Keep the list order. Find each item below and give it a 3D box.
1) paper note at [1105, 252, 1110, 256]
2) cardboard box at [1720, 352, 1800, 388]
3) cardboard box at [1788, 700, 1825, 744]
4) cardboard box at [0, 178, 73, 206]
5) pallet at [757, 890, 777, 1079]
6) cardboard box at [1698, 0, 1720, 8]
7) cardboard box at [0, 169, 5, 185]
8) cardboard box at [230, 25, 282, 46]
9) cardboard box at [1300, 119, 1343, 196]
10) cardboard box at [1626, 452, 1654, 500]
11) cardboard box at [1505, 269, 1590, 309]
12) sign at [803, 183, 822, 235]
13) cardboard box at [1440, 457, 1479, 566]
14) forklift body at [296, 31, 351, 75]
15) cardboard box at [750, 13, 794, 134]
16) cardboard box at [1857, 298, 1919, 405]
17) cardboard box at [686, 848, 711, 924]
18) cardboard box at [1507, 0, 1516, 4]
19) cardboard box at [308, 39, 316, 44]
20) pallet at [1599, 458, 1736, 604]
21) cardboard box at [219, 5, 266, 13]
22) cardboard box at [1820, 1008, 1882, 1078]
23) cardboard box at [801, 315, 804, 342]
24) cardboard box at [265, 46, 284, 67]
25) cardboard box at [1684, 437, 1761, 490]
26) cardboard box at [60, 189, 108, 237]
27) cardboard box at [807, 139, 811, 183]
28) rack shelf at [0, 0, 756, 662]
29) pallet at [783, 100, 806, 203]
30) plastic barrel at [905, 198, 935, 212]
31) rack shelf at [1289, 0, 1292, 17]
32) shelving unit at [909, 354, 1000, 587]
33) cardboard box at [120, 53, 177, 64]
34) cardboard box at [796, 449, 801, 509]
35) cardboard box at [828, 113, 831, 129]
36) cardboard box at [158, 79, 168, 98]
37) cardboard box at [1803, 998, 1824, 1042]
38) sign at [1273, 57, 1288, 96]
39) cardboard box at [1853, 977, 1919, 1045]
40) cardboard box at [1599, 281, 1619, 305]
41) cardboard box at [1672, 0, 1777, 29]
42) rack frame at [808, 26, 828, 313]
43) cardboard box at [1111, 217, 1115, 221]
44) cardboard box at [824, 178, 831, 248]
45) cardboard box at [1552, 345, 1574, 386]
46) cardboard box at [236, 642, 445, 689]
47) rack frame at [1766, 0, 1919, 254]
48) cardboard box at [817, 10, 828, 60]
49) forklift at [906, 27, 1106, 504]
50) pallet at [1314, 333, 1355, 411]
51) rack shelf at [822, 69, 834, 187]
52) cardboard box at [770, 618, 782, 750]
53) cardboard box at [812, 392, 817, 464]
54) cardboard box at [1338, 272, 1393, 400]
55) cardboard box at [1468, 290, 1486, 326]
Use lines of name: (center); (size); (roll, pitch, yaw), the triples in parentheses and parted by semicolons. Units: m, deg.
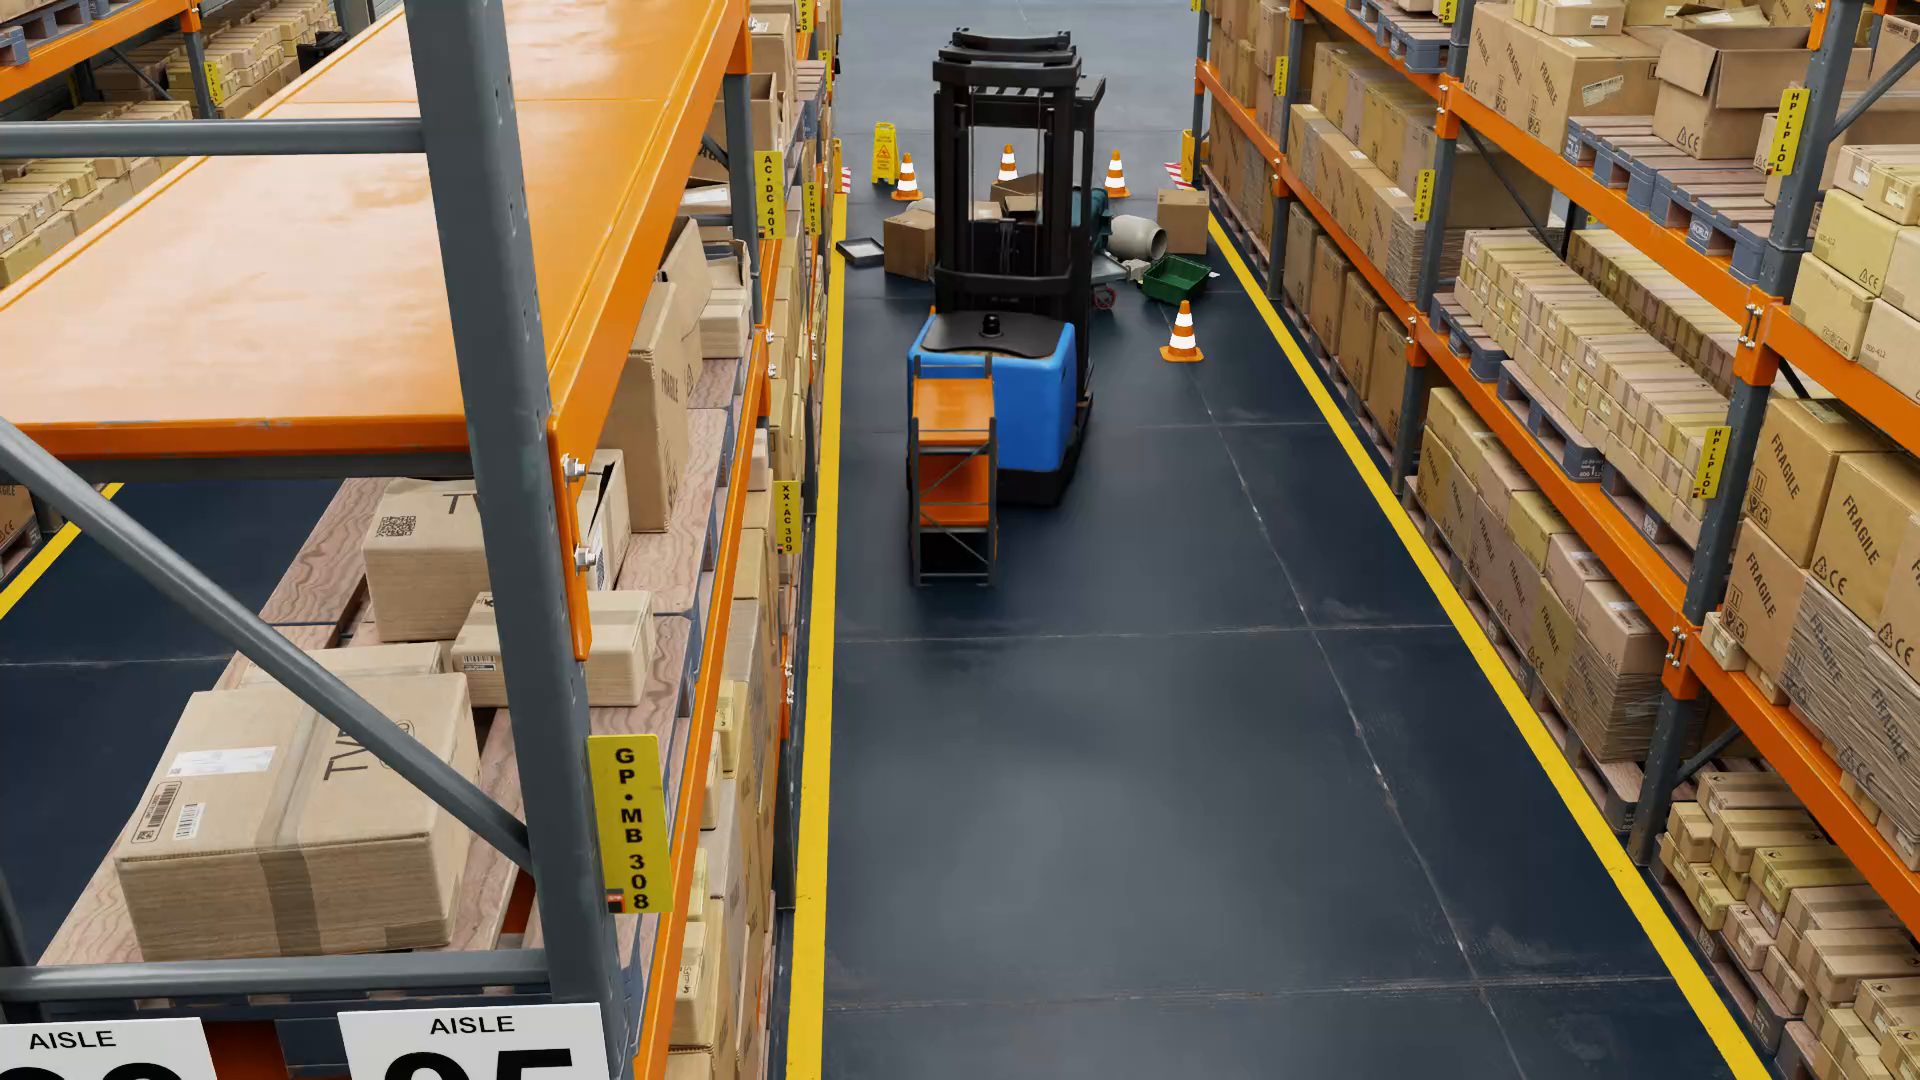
paper note: (1.371, -2.781, 16.120); (0.172, 0.023, 0.155); (8, 29, 15)
cardboard box: (4.069, -0.836, 8.345); (0.380, 0.149, 0.250); (-2, 28, -3)
cardboard box: (3.529, 0.666, 6.563); (0.380, 0.149, 0.250); (-3, 28, -5)
cardboard box: (-6.263, -2.346, 11.257); (0.380, 0.149, 0.250); (-1, 28, -2)
pallet: (-1.290, 1.932, 6.879); (1.003, 0.211, 1.213); (-1, 28, -3)
cardboard box: (7.794, -5.566, 16.730); (0.500, 0.500, 0.500); (-1, 28, -3)
cardboard box: (-6.829, -2.447, 11.450); (0.380, 0.149, 0.250); (-2, 28, -3)
cardboard box: (-6.520, -4.673, 15.396); (0.380, 0.149, 0.250); (-1, 28, -2)
cardboard box: (3.055, -3.080, 13.365); (0.500, 0.500, 0.500); (-1, 28, -2)
cardboard box: (3.443, -0.312, 7.984); (0.380, 0.149, 0.250); (-1, 28, -3)
cardboard box: (3.347, -1.431, 9.487); (0.380, 0.149, 0.250); (-3, 28, -5)
sign: (-0.906, -2.033, 10.214); (0.100, 0.325, 0.005); (-1, 28, -3)
cardboard box: (3.290, -0.184, 10.170); (0.500, 0.500, 0.500); (-1, 28, -2)
forklift body: (-4.914, -3.869, 15.905); (2.313, 2.155, 1.214); (-1, 28, -3)
cardboard box: (-1.079, -2.258, 8.092); (0.500, 0.500, 0.500); (-1, 28, -2)
cardboard box: (3.483, -0.636, 5.706); (0.500, 0.250, 0.500); (-2, 28, -3)
cardboard box: (-0.800, 0.881, 3.989); (0.380, 0.149, 0.250); (-2, 28, -4)
cardboard box: (3.620, -3.278, 10.319); (0.380, 0.149, 0.250); (-2, 28, -5)
cardboard box: (-6.529, -4.661, 16.397); (0.500, 0.500, 0.500); (-1, 28, -1)
pallet: (3.792, -0.095, 7.958); (1.003, 0.211, 1.213); (-1, 28, -3)
cardboard box: (-7.023, -5.138, 16.288); (0.380, 0.149, 0.250); (-1, 28, -2)
cardboard box: (3.490, 1.894, 6.243); (0.380, 0.149, 0.250); (-2, 28, -3)
cardboard box: (-1.151, -1.205, 9.501); (0.500, 0.250, 0.500); (-2, 28, -4)
cardboard box: (-6.441, -4.430, 15.253); (0.380, 0.149, 0.250); (-2, 28, -4)
cardboard box: (3.471, -0.343, 7.400); (0.380, 0.149, 0.250); (0, 28, 0)
cardboard box: (-6.230, -2.222, 11.451); (0.500, 0.250, 0.500); (-2, 28, -4)
cardboard box: (-1.340, -2.797, 12.047); (0.500, 0.500, 0.500); (-2, 28, -5)
rack shelf: (-1.147, -0.897, 4.012); (1.077, 0.370, 4.000); (-1, 28, -3)
pallet: (-1.312, -1.938, 8.245); (1.003, 0.211, 1.213); (0, 28, 0)
plastic barrel: (-0.258, -3.139, 16.374); (0.512, 0.421, 0.421); (19, 33, 32)
rack shelf: (3.165, -5.453, 15.557); (1.077, 0.370, 4.000); (-1, 28, -3)
shelving unit: (-0.040, -0.450, 10.459); (0.538, 1.125, 1.048); (0, 28, -1)
cardboard box: (-6.943, -4.073, 14.246); (0.380, 0.149, 0.250); (-2, 28, -3)
cardboard box: (-1.050, -0.276, 8.260); (0.500, 0.250, 0.500); (-2, 28, -3)
cardboard box: (-1.479, -4.138, 16.510); (0.380, 0.149, 0.250); (-1, 28, -2)
cardboard box: (-6.947, -3.819, 14.082); (0.380, 0.149, 0.250); (-2, 28, -4)
cardboard box: (3.576, 1.906, 6.543); (0.380, 0.149, 0.250); (-3, 28, -5)
sign: (2.715, -3.923, 14.068); (0.100, 0.325, 0.005); (-1, 28, -3)
cardboard box: (3.580, 1.762, 6.175); (0.380, 0.149, 0.250); (-2, 28, -5)
cardboard box: (3.990, -1.416, 9.778); (0.380, 0.149, 0.250); (-1, 28, -1)
cardboard box: (3.846, -2.610, 8.394); (0.396, 0.266, 0.258); (-1, 28, -3)
rack frame: (-1.669, -3.352, 13.995); (1.000, 3.000, 0.127); (-1, 28, -3)
cardboard box: (1.340, -3.055, 16.382); (0.396, 0.266, 0.258); (3, 28, 6)
cardboard box: (-1.430, -2.930, 14.895); (0.500, 0.500, 0.500); (0, 28, 0)
cardboard box: (3.389, -0.930, 8.848); (0.380, 0.149, 0.250); (0, 28, -1)
cardboard box: (-1.258, 0.344, 3.376); (0.380, 0.149, 0.250); (-3, 28, -7)
rack frame: (3.687, -2.483, 5.843); (1.000, 3.000, 0.127); (-1, 28, -3)
cardboard box: (-1.475, -4.180, 14.071); (0.700, 0.500, 0.500); (-2, 28, -3)
forklift: (0.410, -2.197, 11.854); (1.130, 2.935, 3.031); (5, 28, 9)
pallet: (3.451, -1.362, 13.196); (1.003, 0.211, 1.213); (-1, 28, -3)
rack shelf: (-1.773, -3.956, 15.932); (1.077, 0.370, 4.000); (-1, 28, -3)
cardboard box: (-0.972, 0.506, 6.489); (0.500, 0.500, 0.500); (-1, 28, -2)
cardboard box: (-1.480, -0.787, 11.464); (0.950, 0.372, 0.625); (-3, 28, -6)
cardboard box: (3.487, -1.546, 12.512); (1.050, 0.750, 0.750); (-1, 28, -2)
cardboard box: (3.313, -1.410, 10.090); (0.380, 0.149, 0.250); (0, 28, 0)
